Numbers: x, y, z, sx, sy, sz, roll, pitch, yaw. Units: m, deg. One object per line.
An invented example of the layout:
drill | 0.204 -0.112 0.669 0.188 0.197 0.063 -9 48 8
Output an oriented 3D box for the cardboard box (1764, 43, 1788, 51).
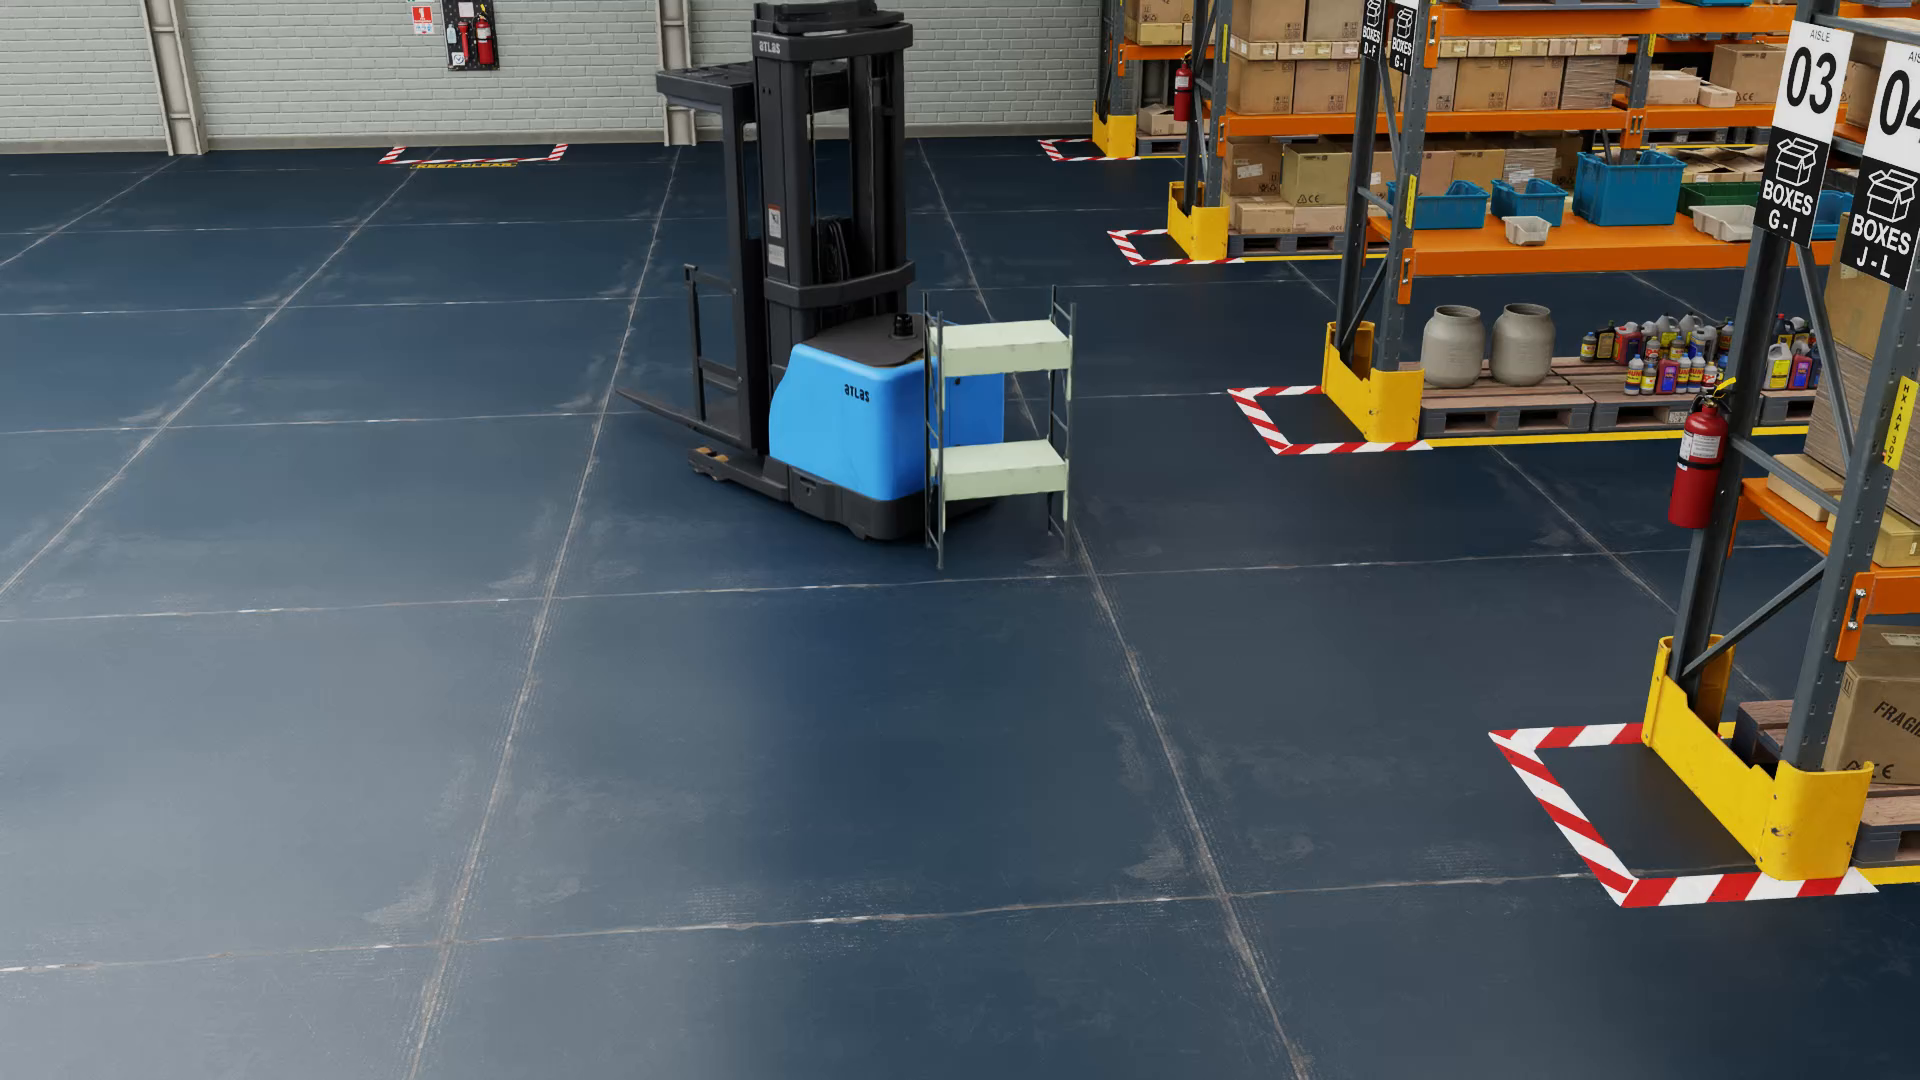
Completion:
cardboard box | 8.094 -4.515 16.092 0.500 0.500 0.500 -2 24 -5

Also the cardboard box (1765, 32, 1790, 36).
cardboard box | 10.146 -6.380 20.695 0.250 0.149 0.380 -3 24 -6

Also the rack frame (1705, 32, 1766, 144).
rack frame | 9.795 -6.566 20.829 0.127 3.000 1.000 -2 24 -5

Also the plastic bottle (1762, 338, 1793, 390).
plastic bottle | 5.664 -1.230 11.543 0.185 0.351 0.144 -2 24 -5

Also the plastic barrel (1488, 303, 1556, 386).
plastic barrel | 3.954 -1.375 11.695 0.421 0.512 0.421 0 24 0

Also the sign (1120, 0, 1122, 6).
sign | 1.888 -6.423 19.442 0.005 0.325 0.100 -2 24 -5

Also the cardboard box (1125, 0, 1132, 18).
cardboard box | 2.282 -6.635 20.221 0.500 0.500 0.500 -3 24 -6

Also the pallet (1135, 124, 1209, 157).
pallet | 2.722 -4.994 20.725 1.213 0.211 1.003 -2 24 -5

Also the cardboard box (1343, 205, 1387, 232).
cardboard box | 3.875 -3.153 16.018 0.500 0.250 0.500 -2 24 -5

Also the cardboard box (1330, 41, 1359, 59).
cardboard box | 3.499 -4.546 15.362 0.250 0.149 0.380 -3 24 -6

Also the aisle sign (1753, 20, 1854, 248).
aisle sign | 3.204 -1.547 6.337 0.004 0.787 0.394 -2 24 -5

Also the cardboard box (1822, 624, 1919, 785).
cardboard box | 3.918 0.692 7.061 0.500 0.500 0.500 2 24 5

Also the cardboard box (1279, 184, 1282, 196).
cardboard box | 3.326 -3.346 16.452 0.500 0.250 0.500 -2 24 -5

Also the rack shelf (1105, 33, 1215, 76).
rack shelf | 3.824 -5.998 20.437 4.000 0.370 1.077 -2 24 -5

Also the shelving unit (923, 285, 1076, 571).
shelving unit | 0.210 -0.624 9.306 0.755 1.500 0.431 -5 25 -12

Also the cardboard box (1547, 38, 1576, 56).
cardboard box | 5.549 -4.628 15.548 0.250 0.149 0.380 -3 24 -7

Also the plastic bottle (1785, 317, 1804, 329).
plastic bottle | 6.109 -1.499 12.241 0.135 0.276 0.152 -1 24 -3

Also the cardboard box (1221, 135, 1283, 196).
cardboard box | 2.829 -3.664 16.246 0.500 0.500 0.500 -2 24 -5

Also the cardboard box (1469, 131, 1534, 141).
cardboard box | 5.316 -3.767 16.478 0.500 0.500 0.500 -2 24 -5

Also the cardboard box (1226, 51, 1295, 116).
cardboard box | 2.791 -4.304 15.617 0.500 0.500 0.700 -2 24 -5

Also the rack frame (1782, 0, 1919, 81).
rack frame | 3.295 -2.982 5.379 0.127 3.000 1.000 -2 24 -5

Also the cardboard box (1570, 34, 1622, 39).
cardboard box | 5.864 -5.023 15.636 0.500 0.500 0.700 -2 24 -5

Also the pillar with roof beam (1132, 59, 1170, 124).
pillar with roof beam | 2.869 -7.626 15.827 0.400 9.000 9.100 -2 24 -5

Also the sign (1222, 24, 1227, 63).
sign | 2.373 -4.452 14.909 0.005 0.325 0.100 -2 24 -5

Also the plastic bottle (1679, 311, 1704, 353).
plastic bottle | 5.334 -1.504 12.159 0.185 0.351 0.144 -2 24 -6

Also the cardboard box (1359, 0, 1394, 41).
cardboard box | 3.868 -4.942 15.456 0.500 0.500 0.700 -2 24 -5

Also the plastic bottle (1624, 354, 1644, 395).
plastic bottle | 4.643 -1.143 11.446 0.097 0.271 0.097 0 24 0

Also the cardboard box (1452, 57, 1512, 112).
cardboard box | 4.841 -4.388 15.805 0.500 0.500 0.700 -2 24 -4

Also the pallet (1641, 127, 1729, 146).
pallet | 9.018 -5.261 21.327 1.213 0.211 1.003 -2 24 -5

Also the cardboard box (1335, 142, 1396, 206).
cardboard box | 3.874 -3.500 15.877 0.500 0.500 0.500 -2 24 -5

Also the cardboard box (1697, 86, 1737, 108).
cardboard box | 7.207 -4.242 15.910 0.250 0.149 0.380 -2 24 -5

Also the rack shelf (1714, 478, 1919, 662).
rack shelf | 5.285 0.009 6.923 4.000 0.370 1.077 -2 24 -5

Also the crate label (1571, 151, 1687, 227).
crate label | 4.613 -2.441 11.506 0.616 0.435 0.502 -2 24 -5

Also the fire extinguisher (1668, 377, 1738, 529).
fire extinguisher | 3.135 -0.387 7.022 0.183 0.674 0.296 -2 24 -5

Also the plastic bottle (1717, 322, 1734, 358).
plastic bottle | 5.614 -1.463 12.166 0.097 0.271 0.097 0 24 0

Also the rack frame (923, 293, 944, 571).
rack frame | -0.146 -0.590 9.231 0.023 1.500 0.400 -5 25 -12

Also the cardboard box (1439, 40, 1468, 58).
cardboard box | 4.528 -4.587 15.455 0.250 0.149 0.380 -2 24 -3

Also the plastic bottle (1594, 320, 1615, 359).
plastic bottle | 4.707 -1.465 12.155 0.133 0.283 0.061 -2 24 -4

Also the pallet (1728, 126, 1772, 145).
pallet | 10.587 -5.293 21.398 1.213 0.211 1.003 -2 24 -5

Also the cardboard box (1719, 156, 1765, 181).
cardboard box | 7.755 -3.551 16.223 0.500 0.311 0.500 -3 24 -7

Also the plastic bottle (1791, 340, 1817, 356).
plastic bottle | 5.945 -1.267 11.720 0.135 0.276 0.152 -2 24 -5

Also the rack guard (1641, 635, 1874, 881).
rack guard | 3.370 0.899 7.112 0.348 0.500 1.175 -2 24 -5

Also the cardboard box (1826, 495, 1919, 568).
cardboard box | 3.602 -0.041 6.457 0.250 0.149 0.380 -2 24 -5

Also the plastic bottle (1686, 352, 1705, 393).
plastic bottle | 5.083 -1.161 11.486 0.097 0.271 0.097 0 24 0

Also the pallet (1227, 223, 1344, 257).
pallet | 3.082 -3.018 16.280 1.213 0.211 1.003 -2 24 -5

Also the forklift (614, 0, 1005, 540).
forklift | -1.111 -1.843 10.288 1.130 2.935 3.031 -22 32 -40

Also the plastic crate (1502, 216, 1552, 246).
plastic crate | 3.730 -2.027 10.943 0.250 0.136 0.298 -2 24 -5

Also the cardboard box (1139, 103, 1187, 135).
cardboard box | 2.532 -5.210 20.548 0.500 0.311 0.500 -5 24 -11

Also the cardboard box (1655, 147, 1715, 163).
cardboard box | 7.197 -3.751 16.675 0.500 0.311 0.500 -2 24 -4
